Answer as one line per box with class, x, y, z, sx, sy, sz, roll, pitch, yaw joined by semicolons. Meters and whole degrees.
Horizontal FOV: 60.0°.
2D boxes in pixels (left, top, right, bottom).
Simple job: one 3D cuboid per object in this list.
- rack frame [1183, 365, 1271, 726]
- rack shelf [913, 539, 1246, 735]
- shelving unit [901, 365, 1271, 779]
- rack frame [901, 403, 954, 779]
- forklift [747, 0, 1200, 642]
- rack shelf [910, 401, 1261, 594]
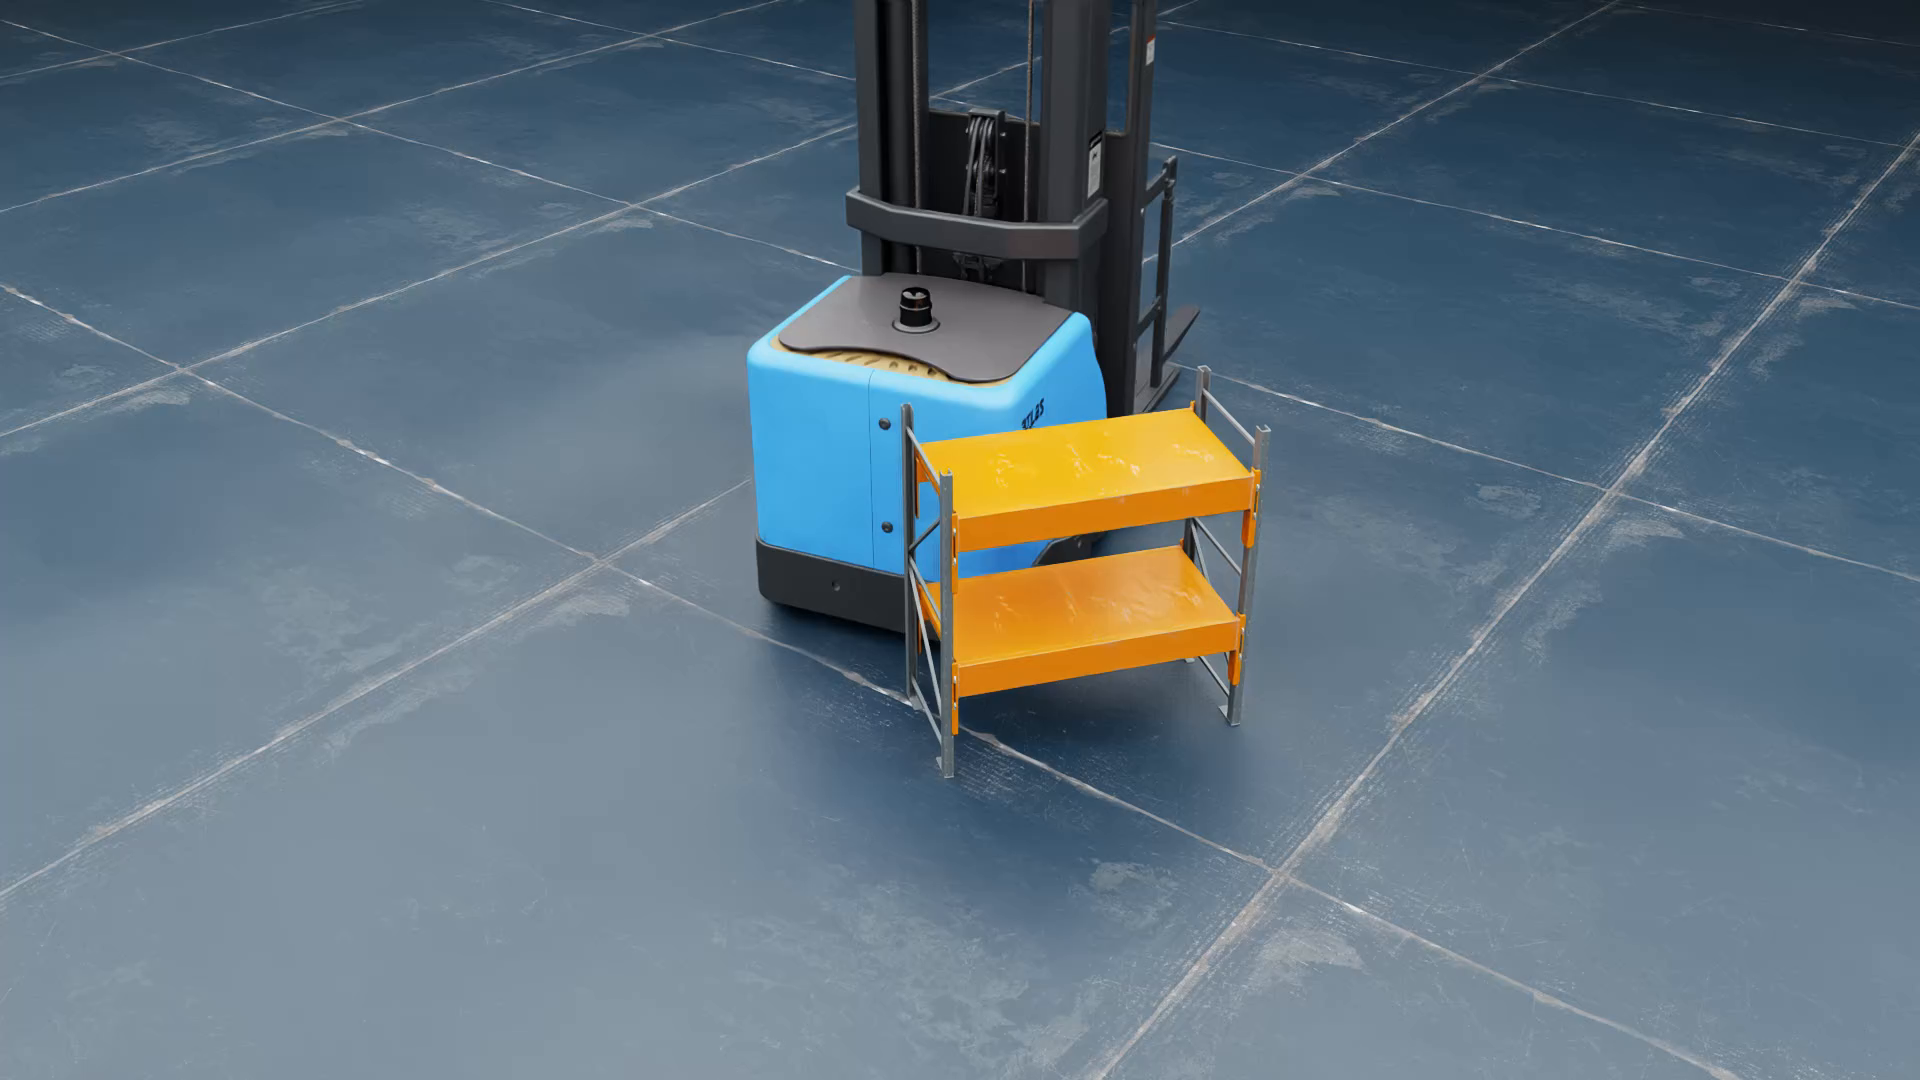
rack frame;0.872;0.028;5.599;0.032;1.125;0.500;-8;32;-14
rack shelf;0.384;0.311;5.602;1.000;0.278;0.538;-8;32;-14
shelving unit;0.384;0.101;5.477;1.048;1.125;0.538;-8;32;-14
rack frame;-0.104;0.173;5.355;0.032;1.125;0.500;-8;32;-14
forklift;0.286;-1.593;6.563;1.130;2.935;3.031;12;33;20
rack shelf;0.384;-0.151;5.328;1.000;0.278;0.538;-8;32;-14
